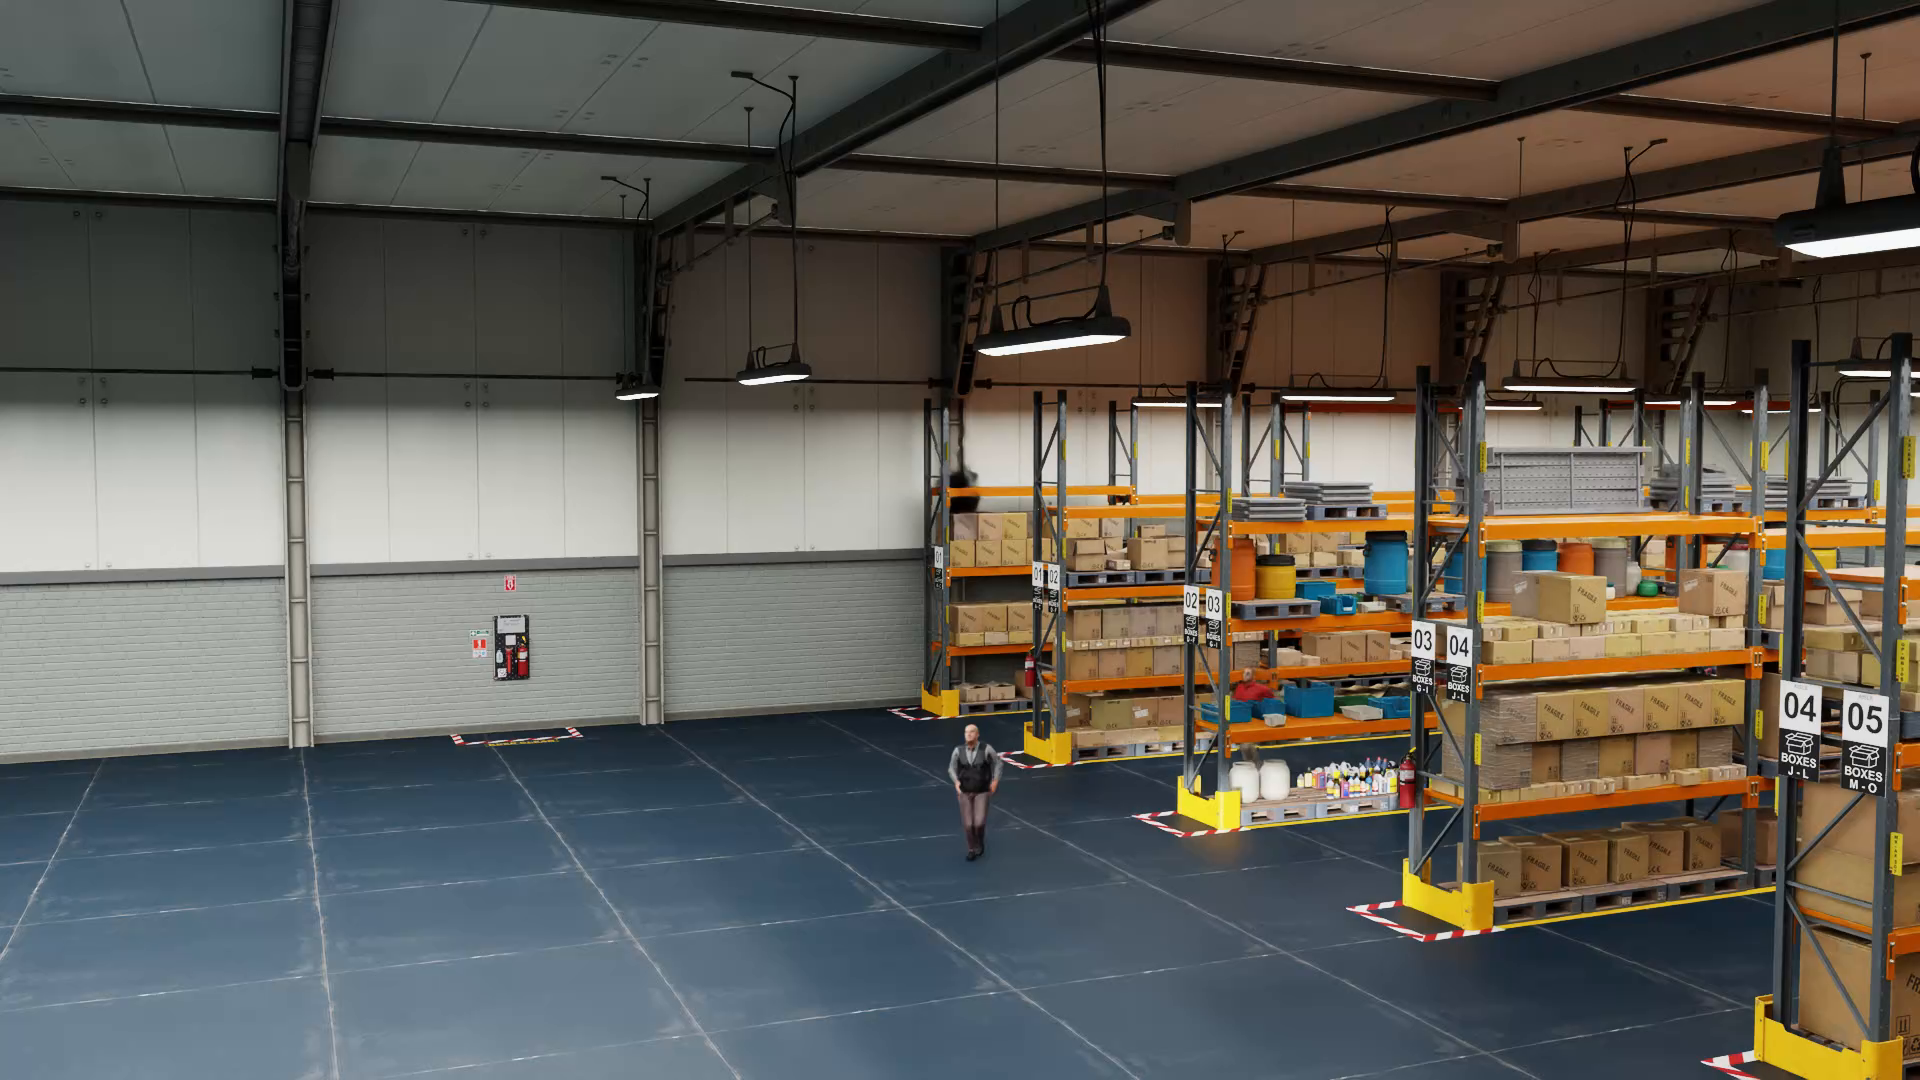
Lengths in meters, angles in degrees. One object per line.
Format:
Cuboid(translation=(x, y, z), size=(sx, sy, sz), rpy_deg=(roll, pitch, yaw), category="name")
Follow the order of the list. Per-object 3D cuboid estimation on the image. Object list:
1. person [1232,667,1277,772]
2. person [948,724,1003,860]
Cuboid(translation=(4.399, 2.826, 25.317), size=(0.765, 1.795, 0.635), rpy_deg=(-2, 4, -36), category="person")
Cuboid(translation=(0.170, 3.118, 20.480), size=(0.672, 1.681, 0.532), rpy_deg=(1, 3, 10), category="person")
